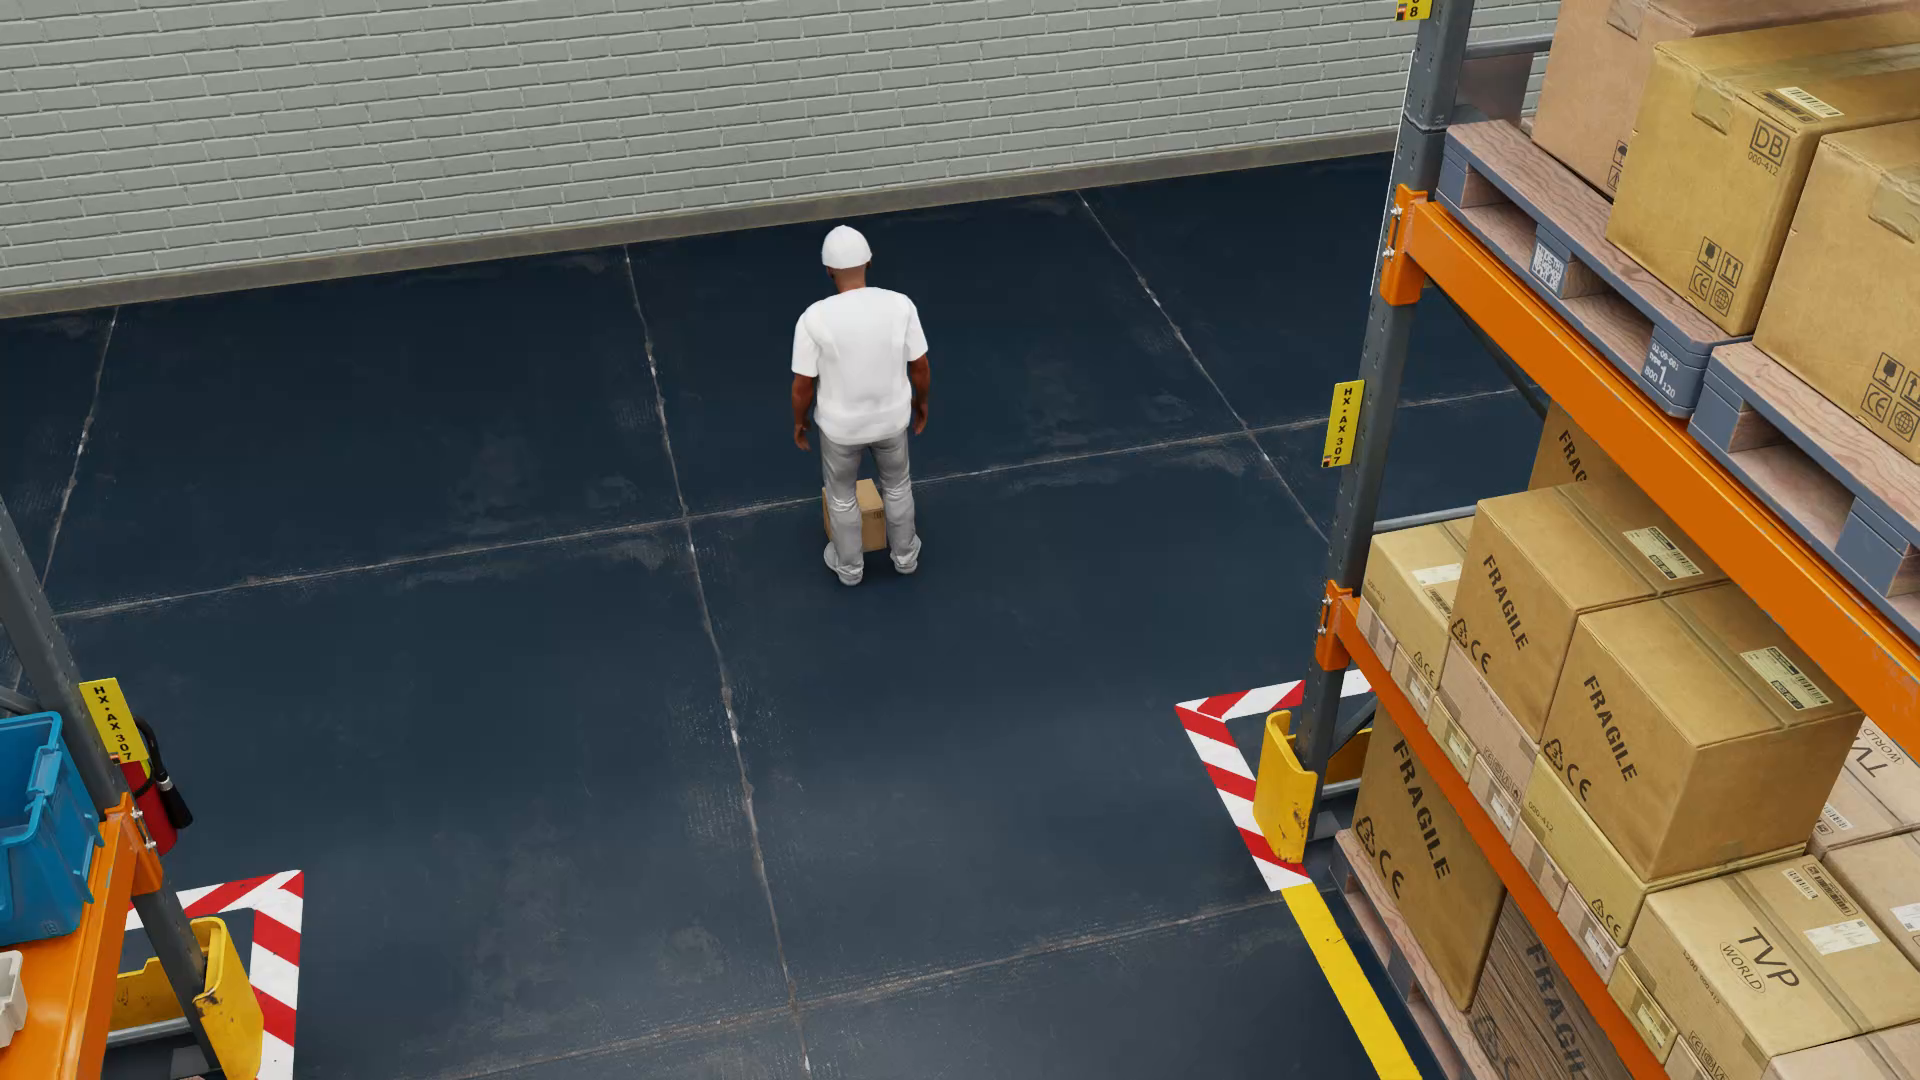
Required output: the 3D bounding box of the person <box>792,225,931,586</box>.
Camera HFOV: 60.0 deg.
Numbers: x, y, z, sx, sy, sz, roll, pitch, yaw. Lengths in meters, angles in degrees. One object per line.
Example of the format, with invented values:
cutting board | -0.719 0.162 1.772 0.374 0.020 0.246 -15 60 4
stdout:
person | -0.441 -0.572 7.433 0.628 1.761 0.461 -10 39 -12
